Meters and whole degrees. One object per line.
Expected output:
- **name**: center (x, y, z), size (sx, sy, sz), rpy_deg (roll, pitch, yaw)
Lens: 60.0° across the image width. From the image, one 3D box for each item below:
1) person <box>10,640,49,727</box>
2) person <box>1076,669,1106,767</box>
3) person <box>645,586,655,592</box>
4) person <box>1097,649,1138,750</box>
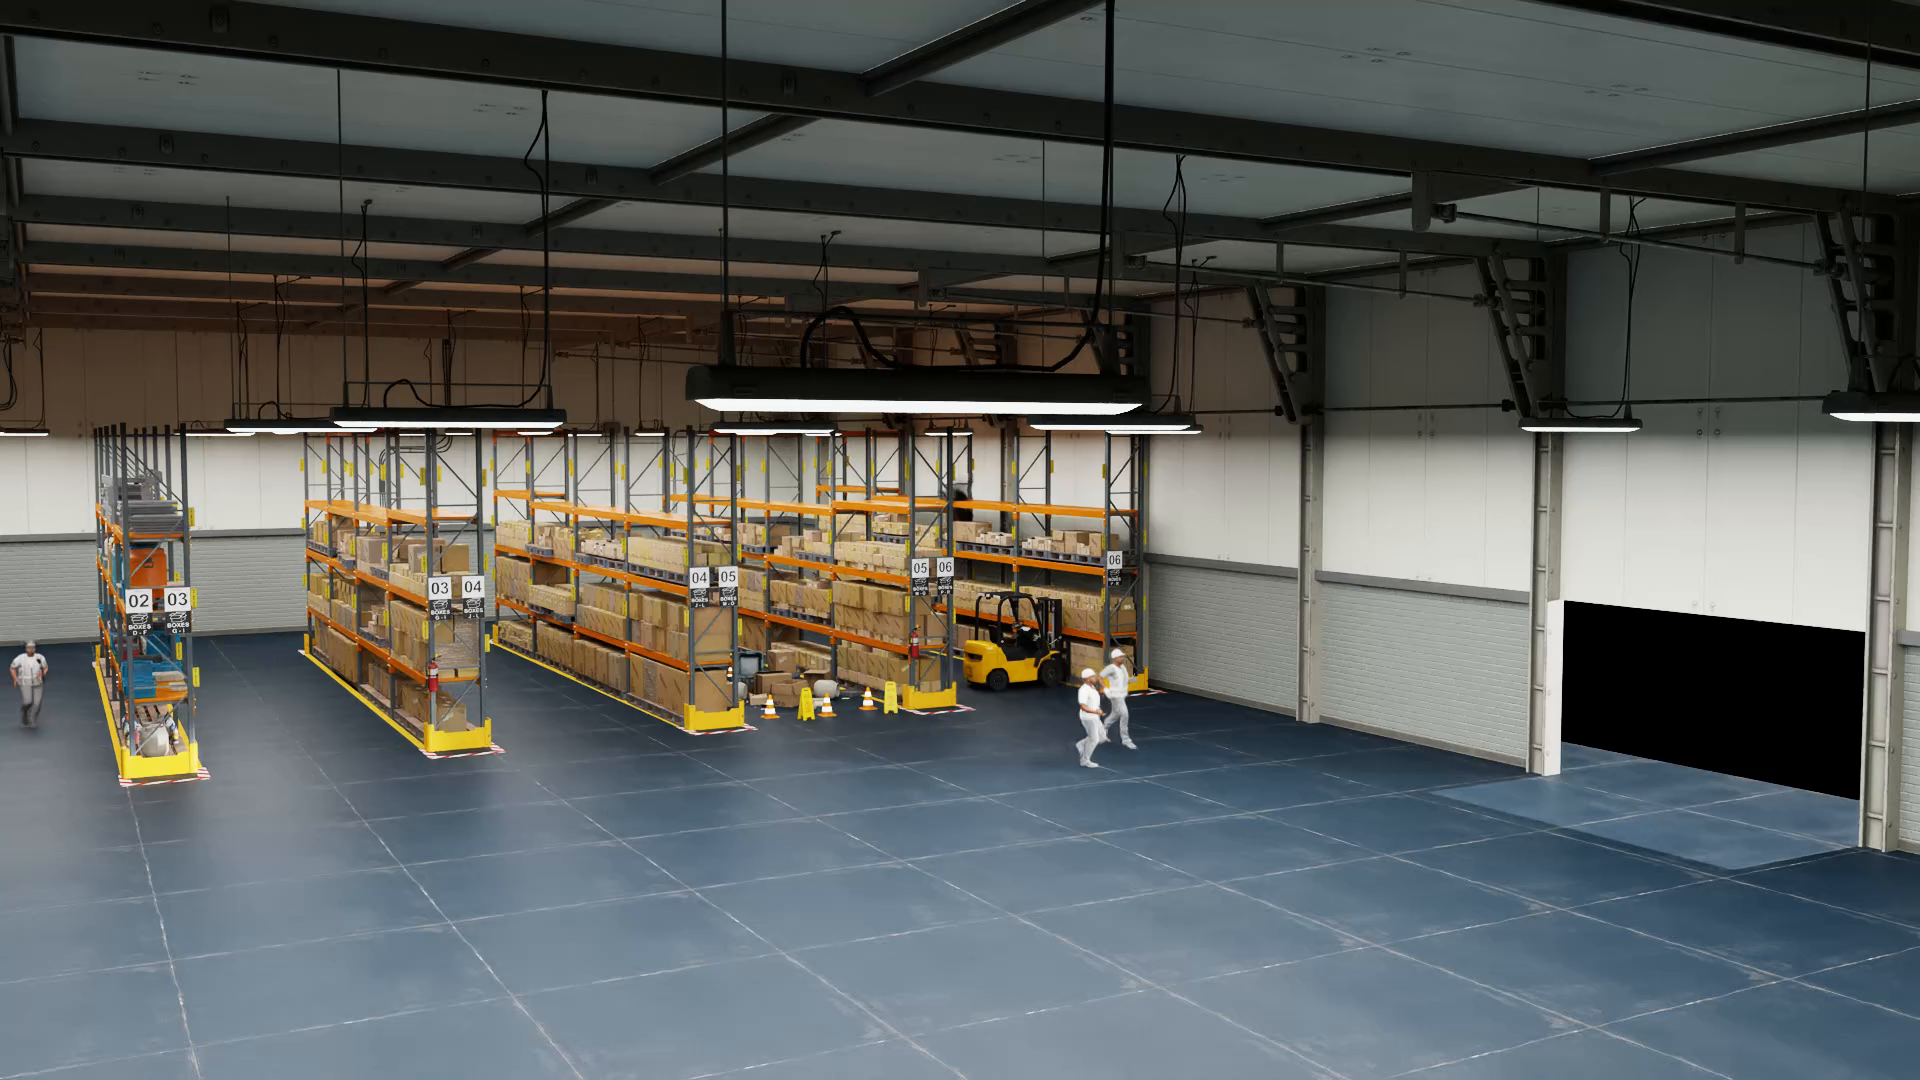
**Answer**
- **person**: center (-18.386, 2.851, 32.924), size (0.651, 1.740, 0.602), rpy_deg (-3, 5, -40)
- **person**: center (2.283, 3.104, 29.057), size (0.582, 1.723, 0.700), rpy_deg (1, 4, 18)
- **person**: center (-9.441, 1.887, 50.429), size (0.607, 1.585, 0.611), rpy_deg (-1, 4, -21)
- **person**: center (2.924, 2.940, 30.912), size (0.883, 1.821, 0.674), rpy_deg (2, 4, 27)
